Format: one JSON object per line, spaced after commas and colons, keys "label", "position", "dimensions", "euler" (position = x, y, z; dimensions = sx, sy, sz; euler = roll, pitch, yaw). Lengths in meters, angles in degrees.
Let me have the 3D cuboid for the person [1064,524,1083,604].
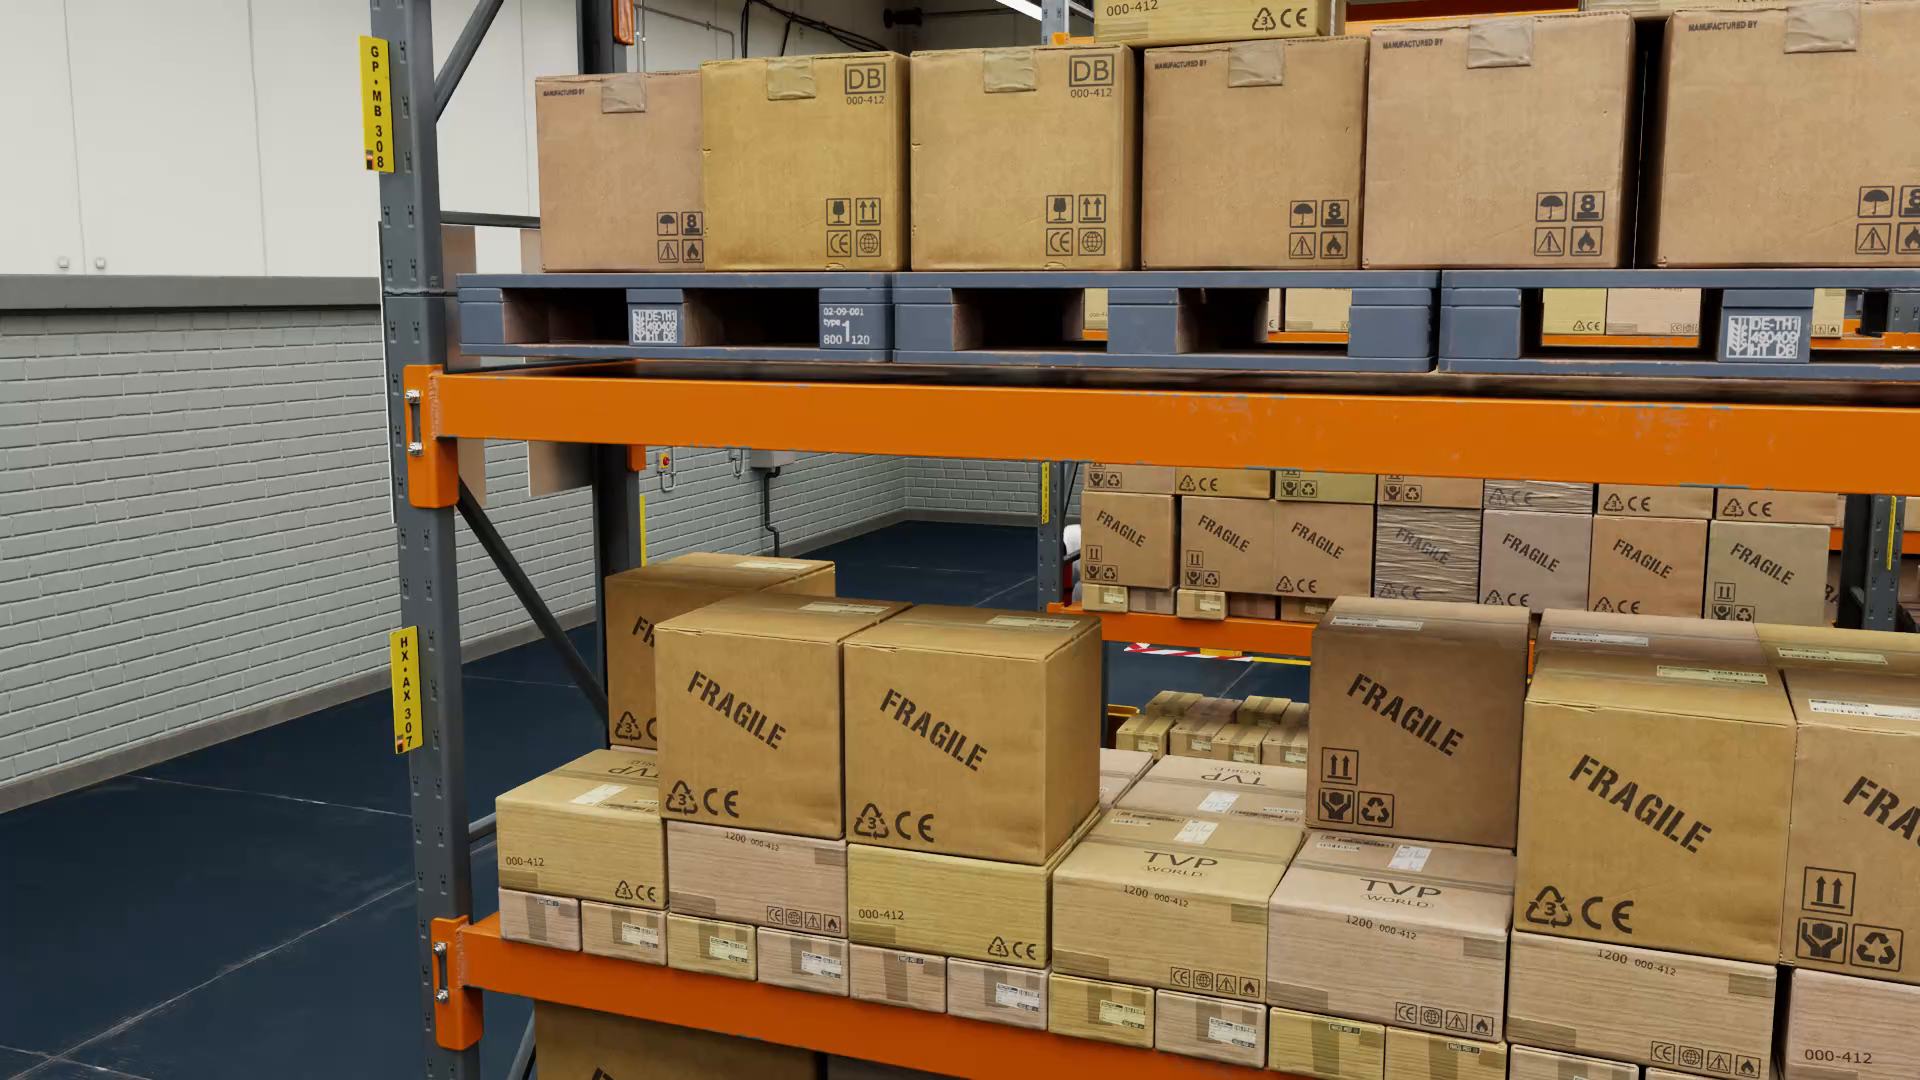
{"label": "person", "position": [1.269, 0.297, 15.399], "dimensions": [0.980, 0.874, 0.515], "euler": [3, 9, 19]}
